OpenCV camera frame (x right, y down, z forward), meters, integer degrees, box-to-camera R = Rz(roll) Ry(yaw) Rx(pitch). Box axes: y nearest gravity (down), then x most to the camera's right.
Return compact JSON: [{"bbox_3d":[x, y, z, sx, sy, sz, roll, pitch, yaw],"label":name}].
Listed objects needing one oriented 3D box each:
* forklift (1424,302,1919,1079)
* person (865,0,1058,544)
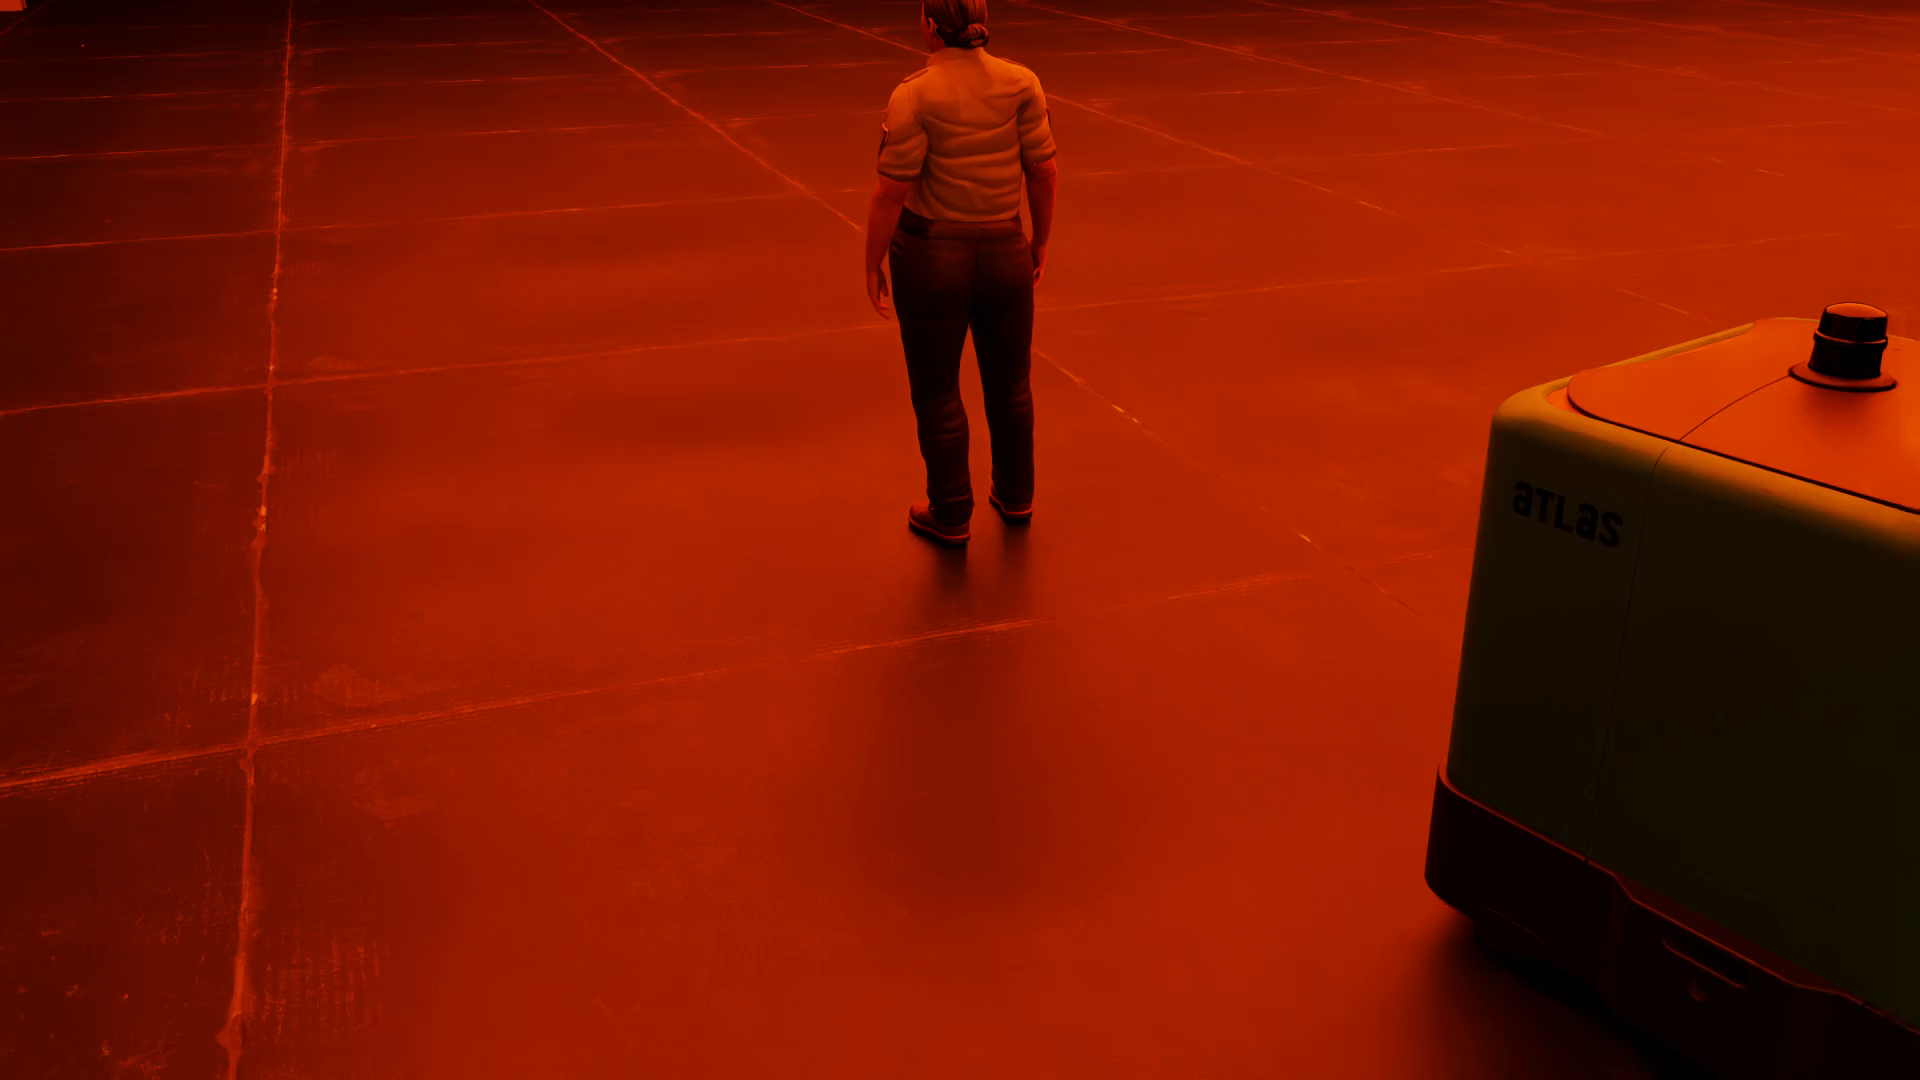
[{"bbox_3d":[2.201,-0.266,1.931,1.130,2.935,3.031,-16,28,-33],"label":"forklift"},{"bbox_3d":[-0.009,-0.802,4.841,0.598,1.651,0.503,-8,24,-18],"label":"person"}]
